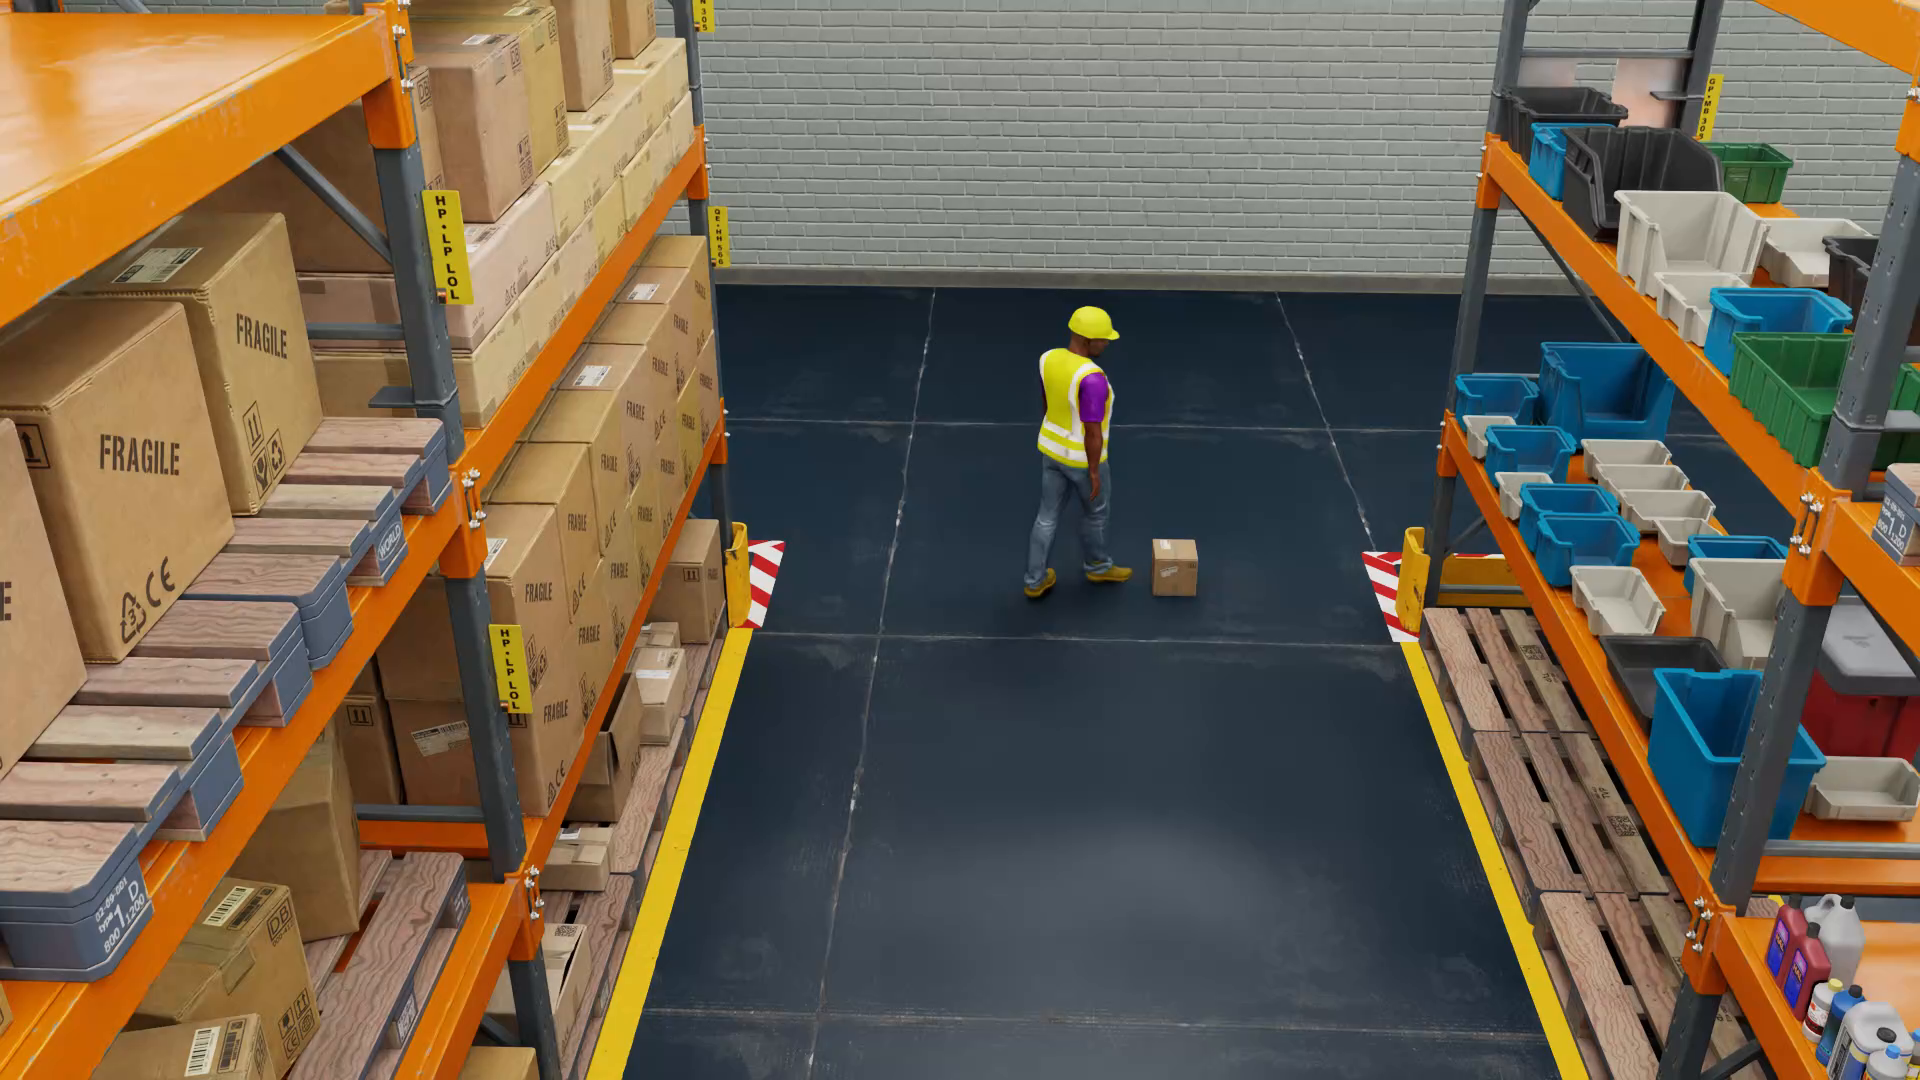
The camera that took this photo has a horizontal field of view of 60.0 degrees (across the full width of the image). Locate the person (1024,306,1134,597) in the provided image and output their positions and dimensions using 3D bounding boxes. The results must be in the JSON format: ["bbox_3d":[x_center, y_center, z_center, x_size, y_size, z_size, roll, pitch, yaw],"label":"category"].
[{"bbox_3d":[1.577,3.024,2.854,9.469,1.775,13.240,-23,35,-36],"label":"person"}]
